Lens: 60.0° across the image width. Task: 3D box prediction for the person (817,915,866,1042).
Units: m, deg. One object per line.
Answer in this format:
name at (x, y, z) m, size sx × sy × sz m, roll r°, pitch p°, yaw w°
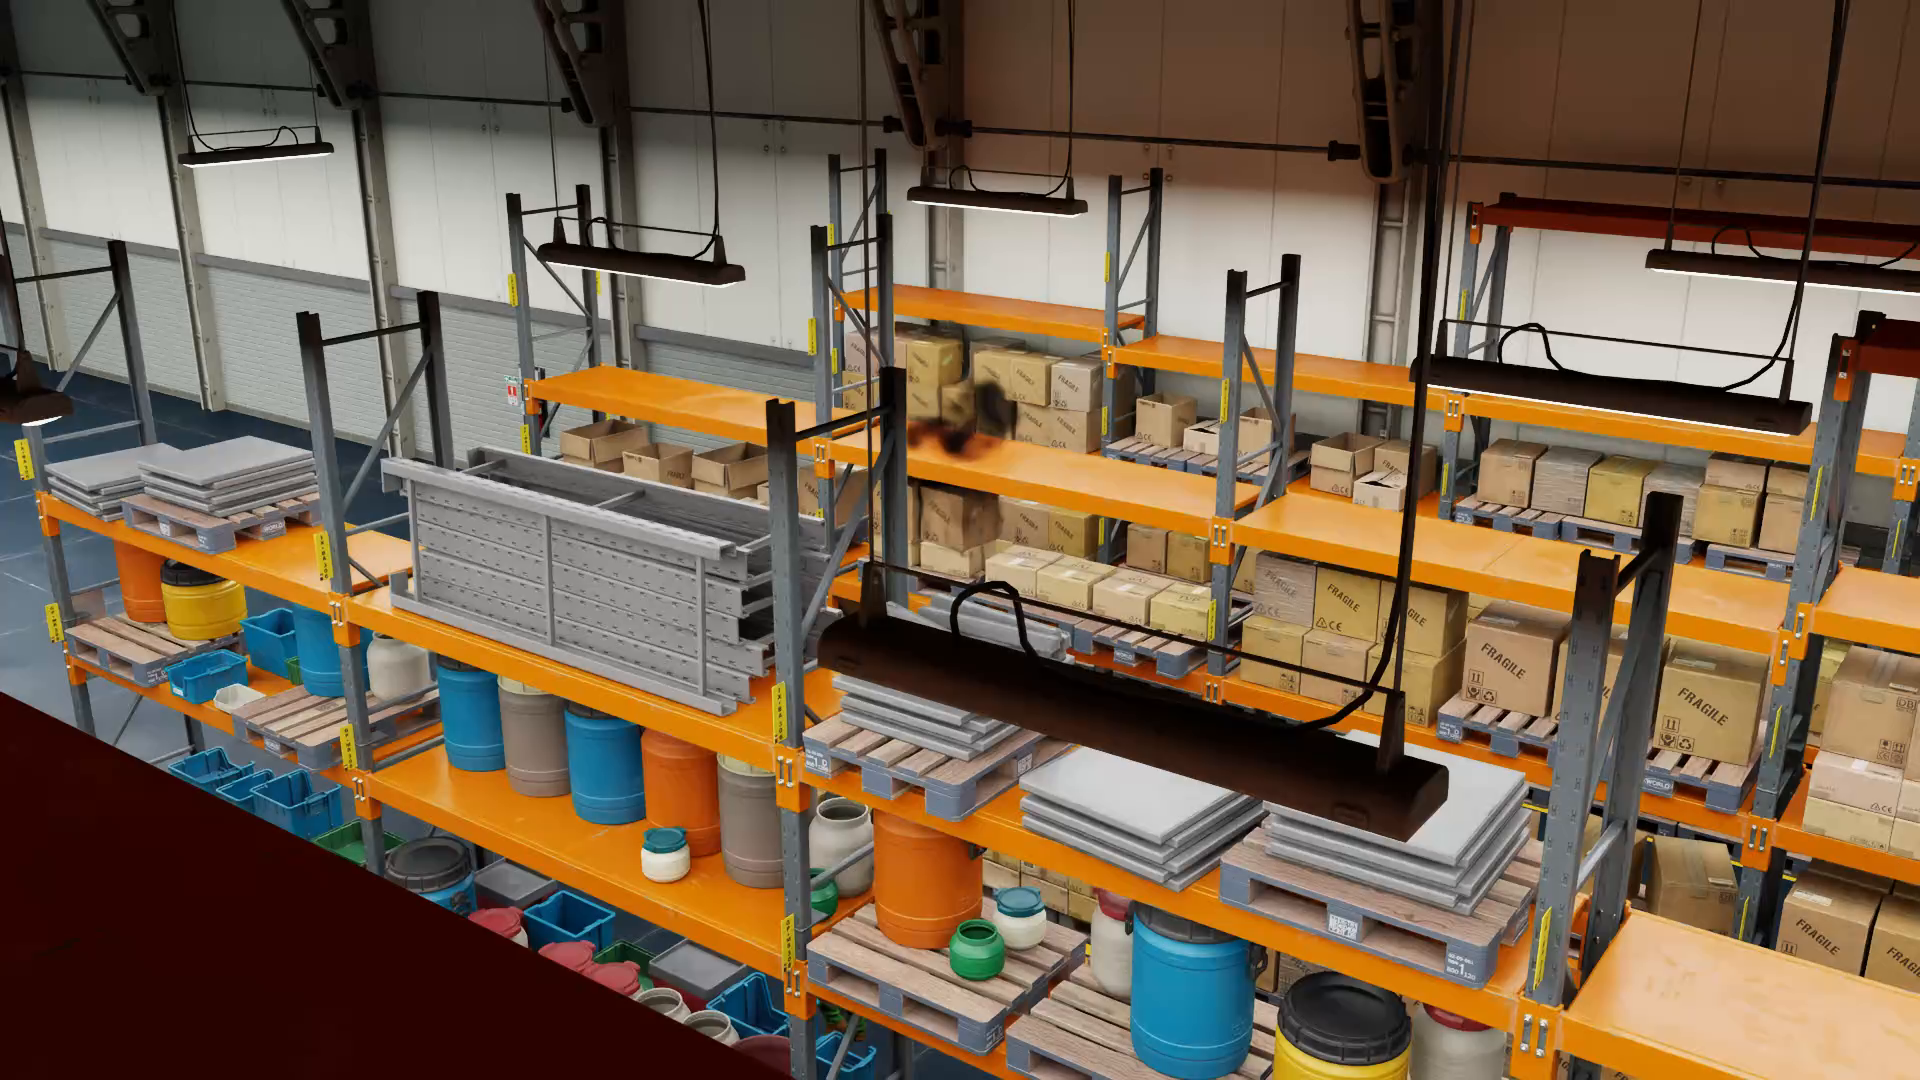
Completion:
person at (-0.992, 2.984, 12.643) m, size 0.640 × 1.813 × 0.618 m, roll 12°, pitch 22°, yaw 31°
